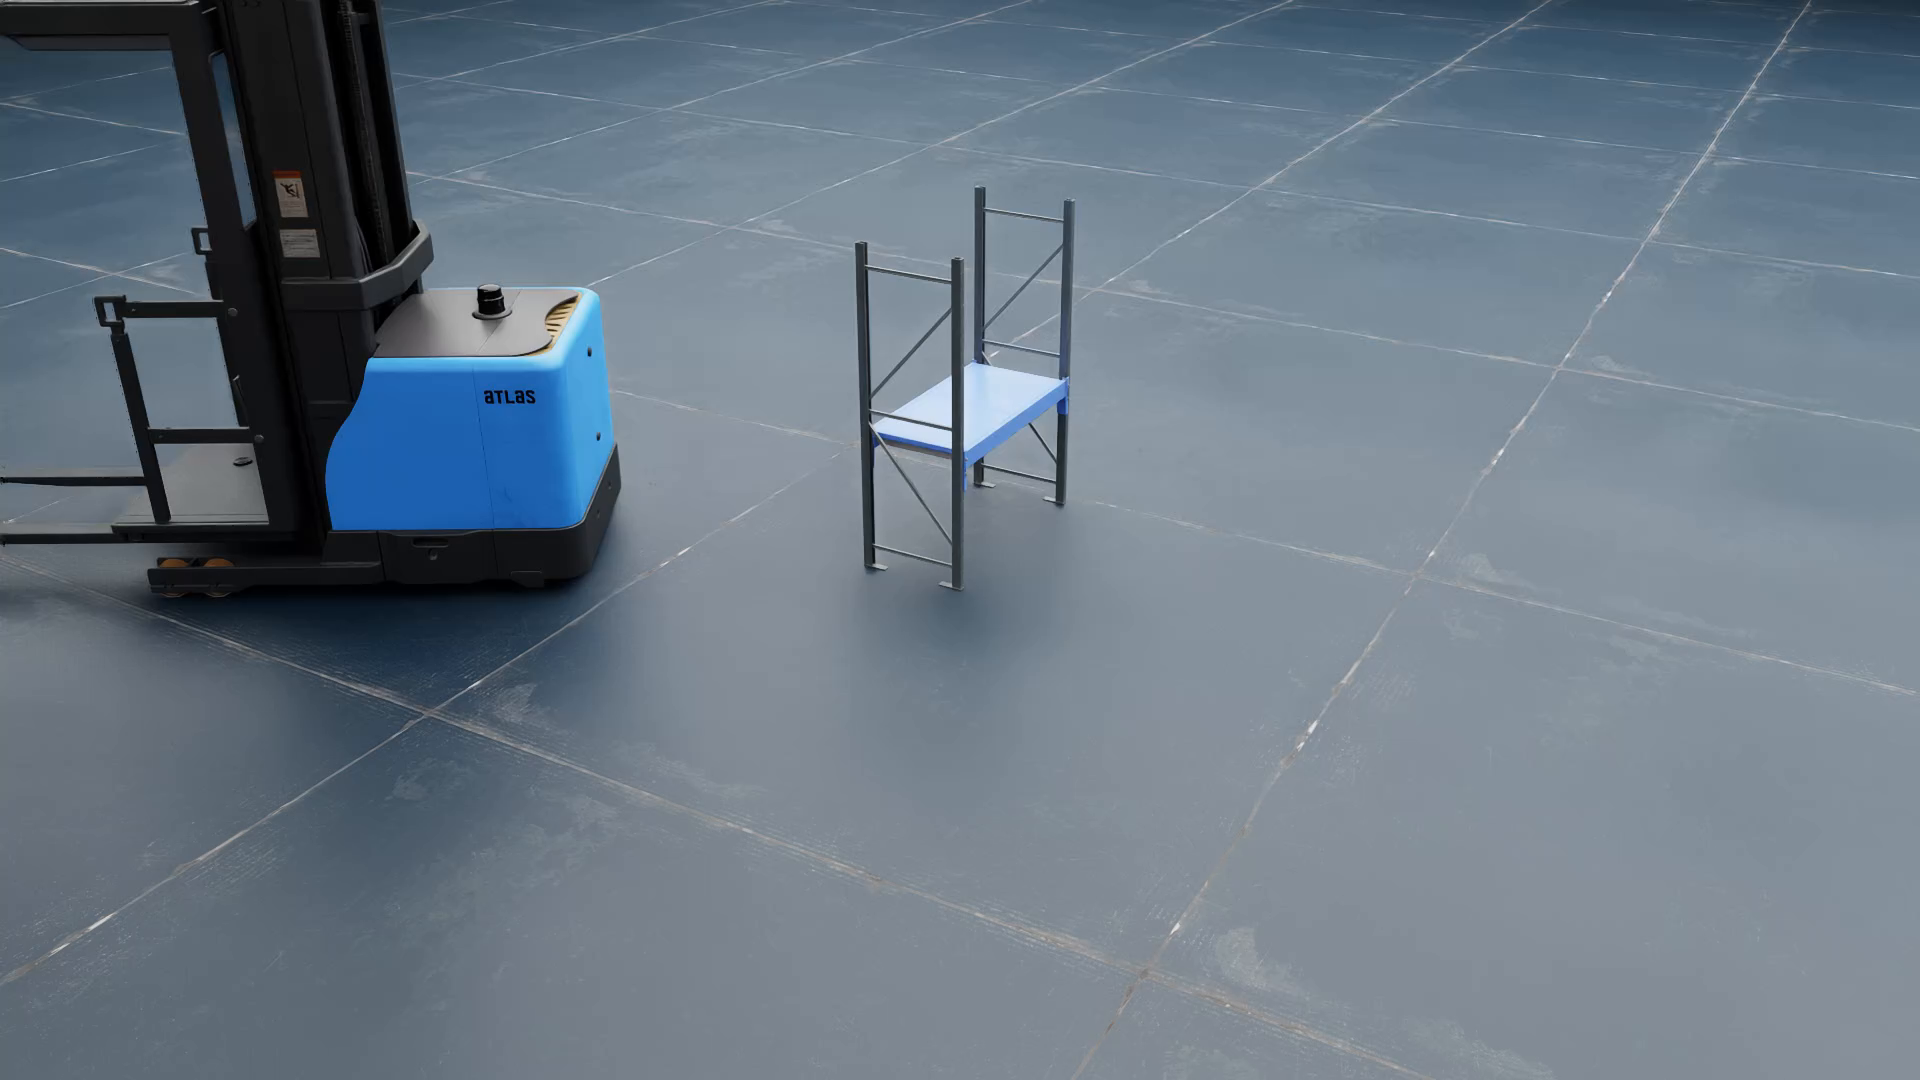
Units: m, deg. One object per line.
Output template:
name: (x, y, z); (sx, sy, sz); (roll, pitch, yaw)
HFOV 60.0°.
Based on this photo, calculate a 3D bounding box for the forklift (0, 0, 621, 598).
forklift: (-3.155, -1.298, 7.069); (3.031, 2.935, 1.130); (-1, 27, -1)

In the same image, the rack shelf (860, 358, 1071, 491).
rack shelf: (0.042, -0.543, 7.561); (0.538, 0.185, 1.000); (14, 30, 26)

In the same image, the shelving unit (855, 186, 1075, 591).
shelving unit: (0.042, -0.704, 7.481); (0.538, 1.500, 1.048); (14, 30, 26)

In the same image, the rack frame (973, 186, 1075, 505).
rack frame: (0.292, -0.902, 7.876); (0.500, 1.500, 0.032); (14, 30, 26)

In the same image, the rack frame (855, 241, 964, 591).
rack frame: (-0.208, -0.506, 7.085); (0.500, 1.500, 0.032); (14, 30, 26)
